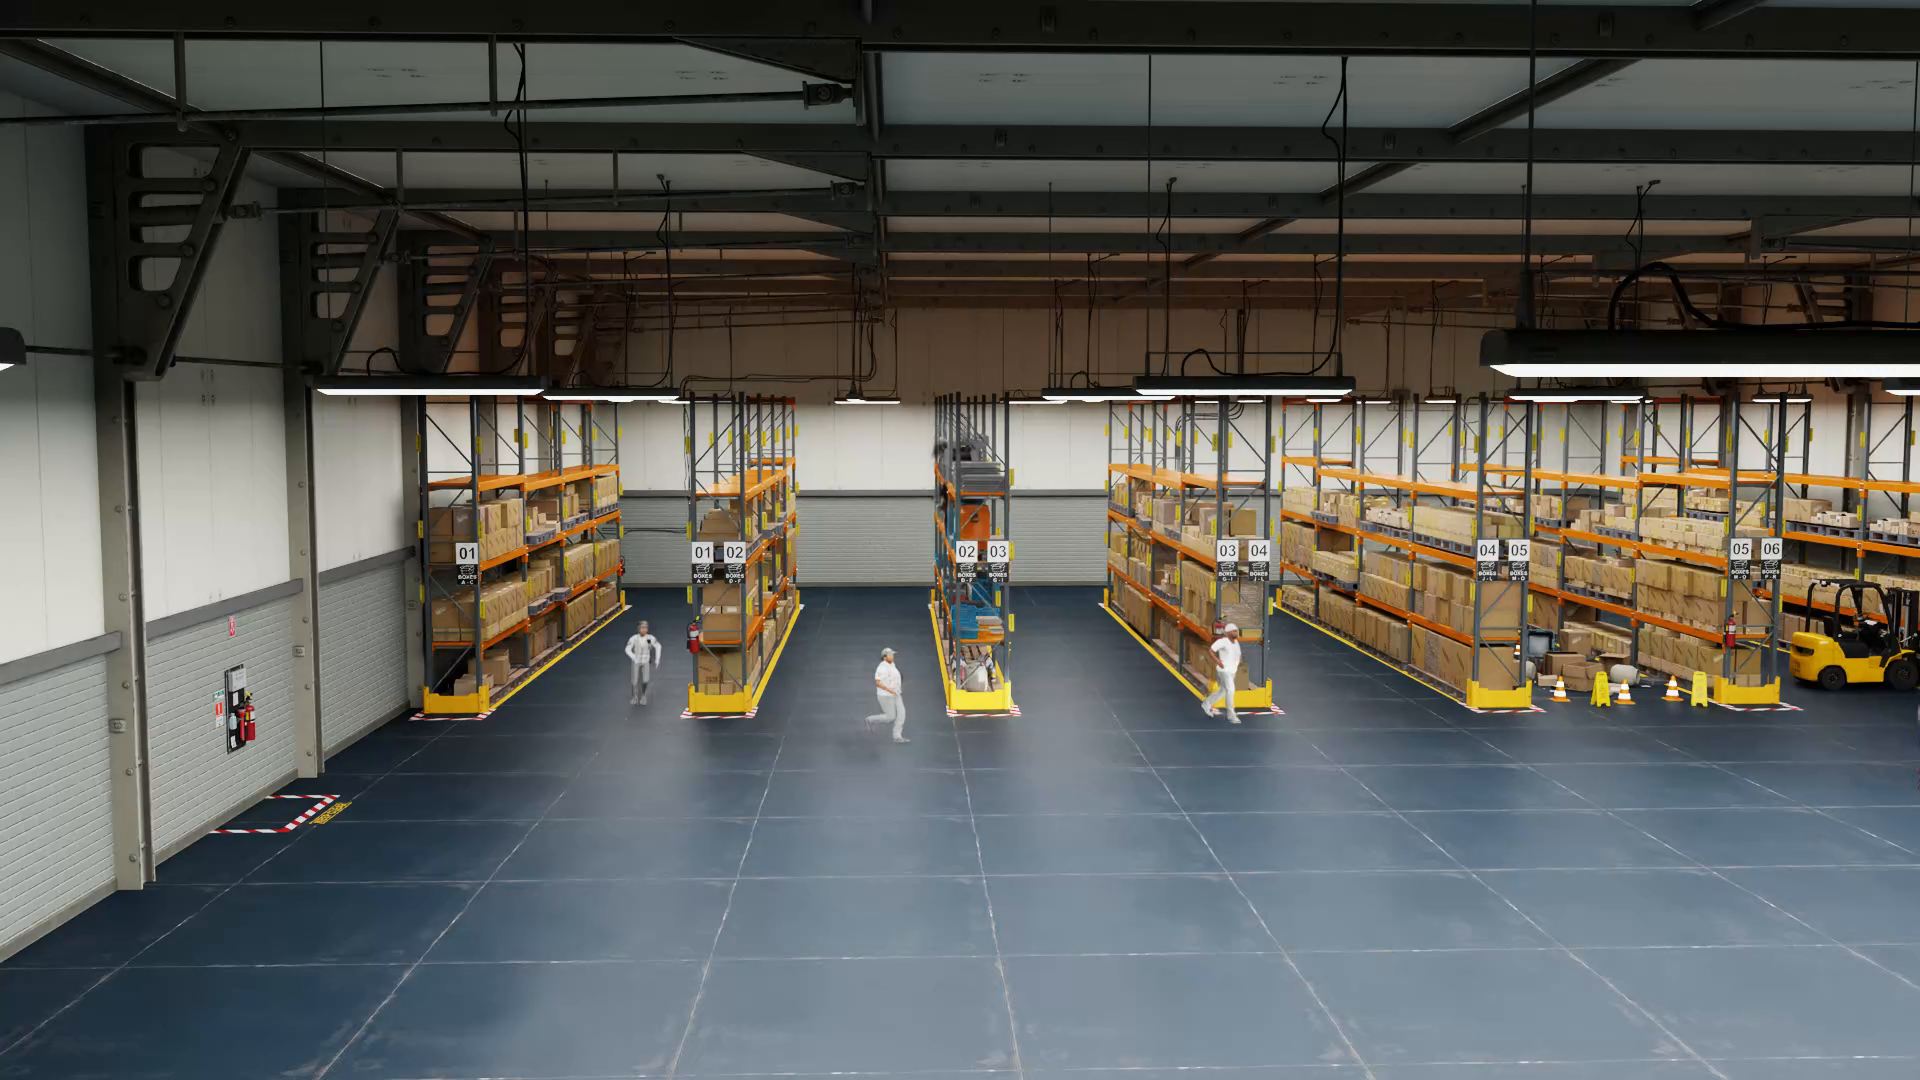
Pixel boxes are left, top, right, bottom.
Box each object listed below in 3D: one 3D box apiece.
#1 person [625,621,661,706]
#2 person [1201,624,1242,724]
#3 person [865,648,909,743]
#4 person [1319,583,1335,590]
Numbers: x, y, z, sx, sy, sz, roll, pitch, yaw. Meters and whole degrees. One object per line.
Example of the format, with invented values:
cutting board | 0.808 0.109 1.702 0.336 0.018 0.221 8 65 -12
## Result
person | -6.054 2.352 31.738 0.666 1.642 0.590 -1 5 -11
person | 4.889 2.414 30.468 0.913 1.779 0.715 4 6 40
person | -1.215 2.648 28.398 0.769 1.624 0.621 2 5 25
person | 10.625 0.895 49.109 1.112 1.756 0.731 0 5 2
